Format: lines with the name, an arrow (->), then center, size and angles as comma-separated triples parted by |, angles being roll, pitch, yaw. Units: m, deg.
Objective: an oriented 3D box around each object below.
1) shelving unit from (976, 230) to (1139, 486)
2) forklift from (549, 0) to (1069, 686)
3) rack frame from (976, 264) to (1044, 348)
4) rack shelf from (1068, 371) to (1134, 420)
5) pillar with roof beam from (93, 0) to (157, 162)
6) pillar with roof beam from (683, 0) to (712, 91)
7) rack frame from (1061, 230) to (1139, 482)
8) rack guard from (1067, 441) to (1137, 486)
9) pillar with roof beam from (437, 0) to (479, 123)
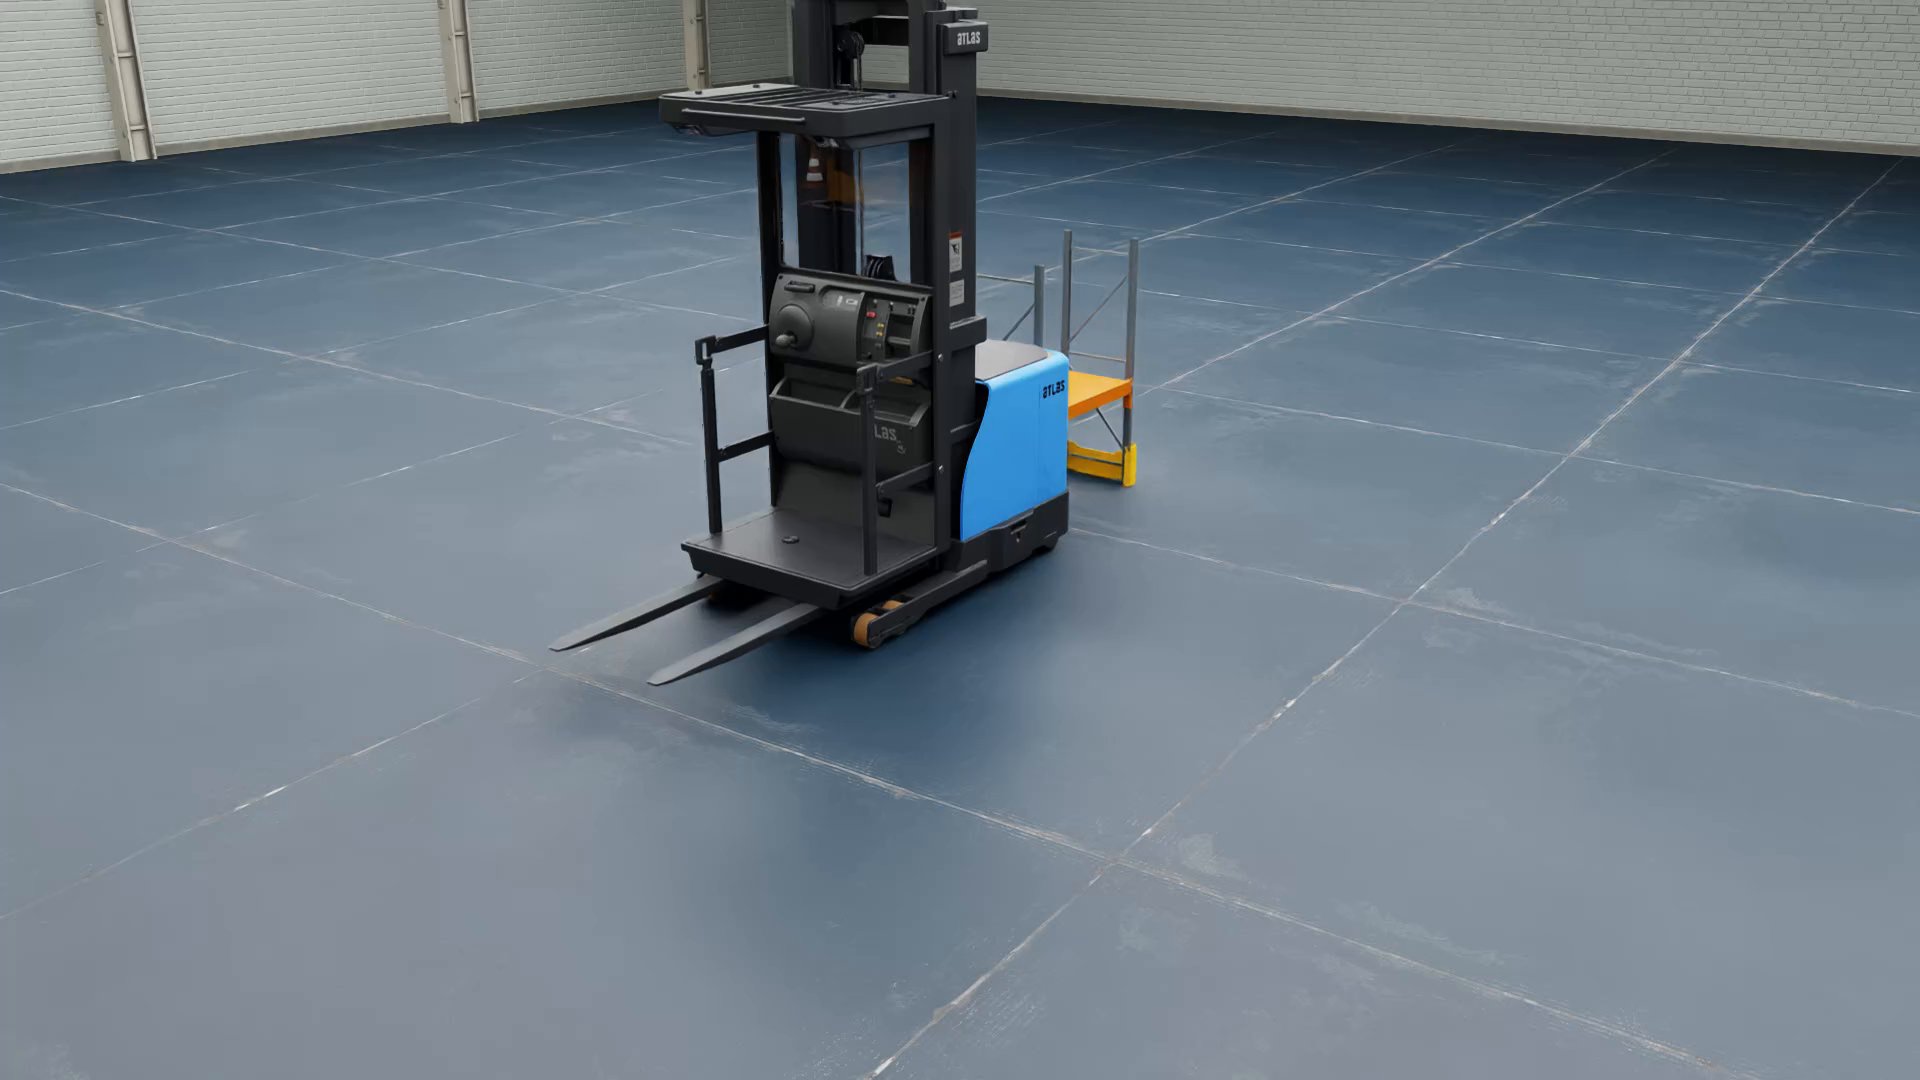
shelving unit -> 0.531, -0.960, 9.698 | 0.587, 1.500, 1.083 | 14, 24, 33
forklift -> -0.667, -1.051, 7.881 | 1.130, 2.935, 3.031 | 14, 24, 33
rack frame -> 0.241, -0.819, 9.317 | 0.500, 1.500, 0.032 | 14, 24, 33
rack shelf -> 0.537, -0.794, 9.767 | 0.538, 0.185, 1.000 | 14, 24, 33
pillar with roof beam -> -8.442, -8.945, 20.476 | 9.100, 9.000, 0.400 | 13, 24, 32
pillar with roof beam -> -1.697, -12.388, 29.784 | 9.100, 9.000, 0.400 | 13, 24, 32
rack frame -> 0.832, -1.106, 10.093 | 0.500, 1.500, 0.032 | 14, 24, 33
rack guard -> 0.821, -0.514, 10.295 | 0.587, 0.250, 0.087 | 14, 24, 33
pillar with roof beam -> -5.070, -10.666, 25.130 | 9.100, 9.000, 0.400 | 13, 24, 32
